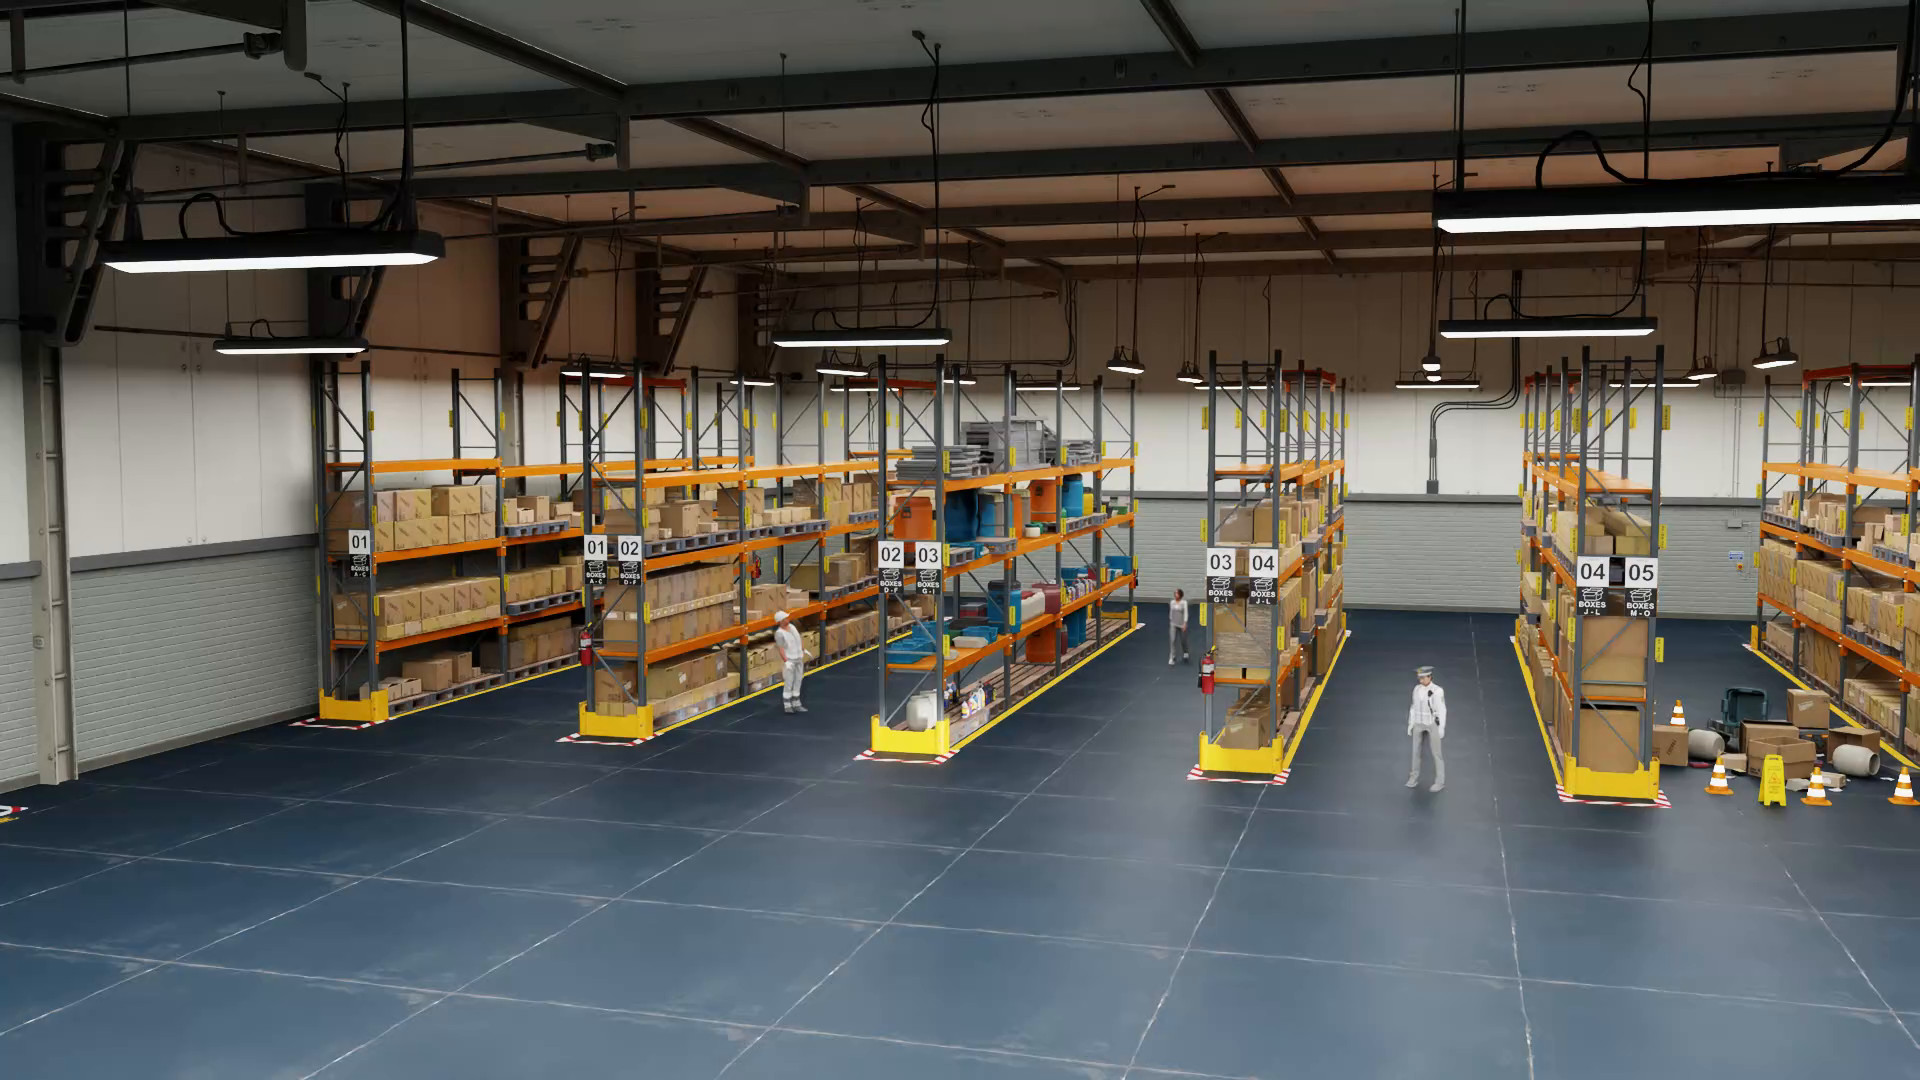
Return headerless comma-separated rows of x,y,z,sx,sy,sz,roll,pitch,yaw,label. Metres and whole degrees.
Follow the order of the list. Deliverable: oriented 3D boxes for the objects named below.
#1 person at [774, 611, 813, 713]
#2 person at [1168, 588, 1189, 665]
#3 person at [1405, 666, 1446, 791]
-2.848,2.096,28.585,0.479,1.785,0.710,3,5,40,person
4.522,1.764,34.373,0.420,1.544,0.902,1,4,18,person
6.335,2.548,22.667,0.536,1.668,0.383,4,6,43,person
